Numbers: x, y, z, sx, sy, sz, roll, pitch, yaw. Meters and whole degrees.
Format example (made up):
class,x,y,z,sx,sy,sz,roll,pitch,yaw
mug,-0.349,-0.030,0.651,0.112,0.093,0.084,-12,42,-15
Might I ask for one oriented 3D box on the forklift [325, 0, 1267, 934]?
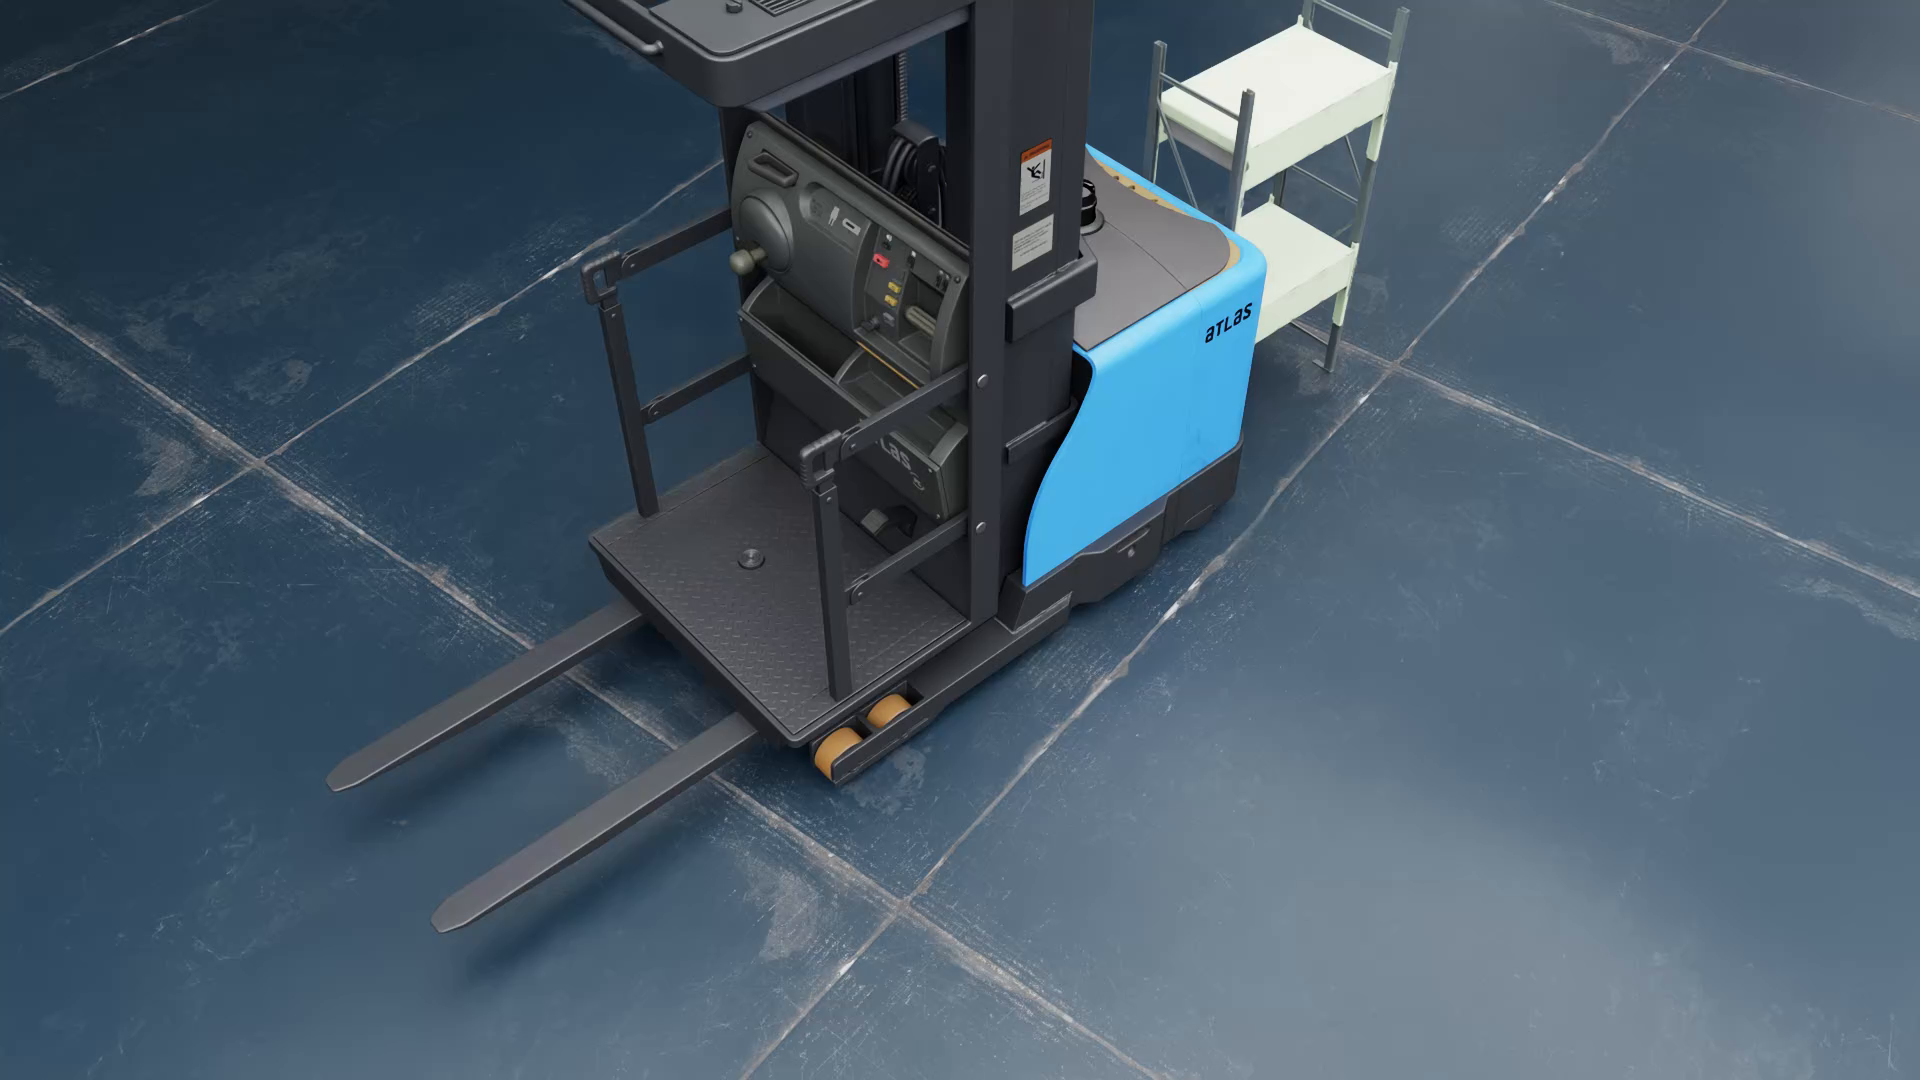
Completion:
class,x,y,z,sx,sy,sz,roll,pitch,yaw
forklift,-0.473,-0.711,4.402,3.031,2.935,1.130,-32,54,-27

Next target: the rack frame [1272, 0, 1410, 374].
class,x,y,z,sx,sy,sz,roll,pitch,yaw
rack frame,1.291,-1.267,5.923,0.023,1.500,0.400,-32,54,-27

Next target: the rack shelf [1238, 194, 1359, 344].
class,x,y,z,sx,sy,sz,roll,pitch,yaw
rack shelf,1.015,-0.867,5.992,0.720,0.370,0.431,-32,54,-27

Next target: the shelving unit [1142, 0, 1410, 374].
class,x,y,z,sx,sy,sz,roll,pitch,yaw
shelving unit,1.015,-1.093,5.757,0.755,1.500,0.431,-32,54,-27

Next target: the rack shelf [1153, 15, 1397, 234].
class,x,y,z,sx,sy,sz,roll,pitch,yaw
rack shelf,1.015,-1.362,5.474,0.720,0.370,0.431,-32,54,-27

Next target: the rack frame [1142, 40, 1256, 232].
class,x,y,z,sx,sy,sz,roll,pitch,yaw
rack frame,0.740,-0.918,5.590,0.023,1.500,0.400,-32,54,-27
